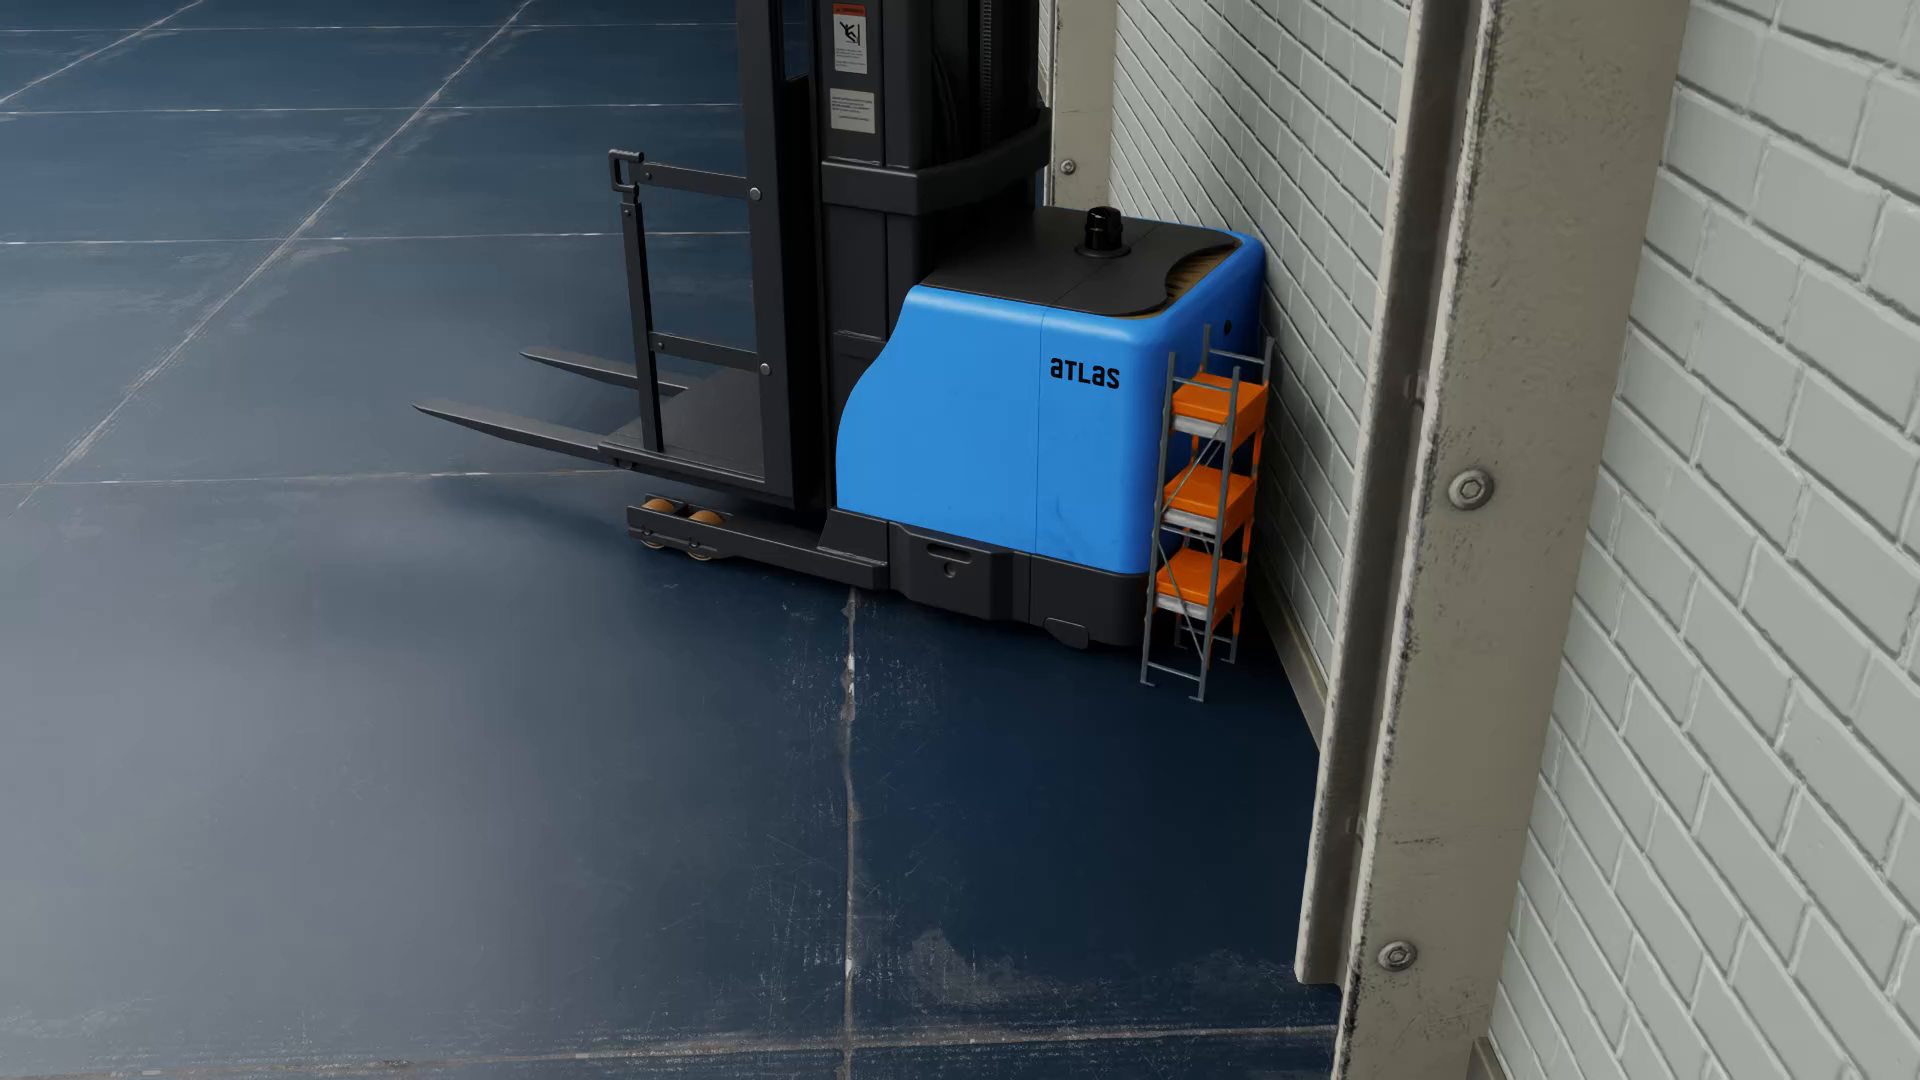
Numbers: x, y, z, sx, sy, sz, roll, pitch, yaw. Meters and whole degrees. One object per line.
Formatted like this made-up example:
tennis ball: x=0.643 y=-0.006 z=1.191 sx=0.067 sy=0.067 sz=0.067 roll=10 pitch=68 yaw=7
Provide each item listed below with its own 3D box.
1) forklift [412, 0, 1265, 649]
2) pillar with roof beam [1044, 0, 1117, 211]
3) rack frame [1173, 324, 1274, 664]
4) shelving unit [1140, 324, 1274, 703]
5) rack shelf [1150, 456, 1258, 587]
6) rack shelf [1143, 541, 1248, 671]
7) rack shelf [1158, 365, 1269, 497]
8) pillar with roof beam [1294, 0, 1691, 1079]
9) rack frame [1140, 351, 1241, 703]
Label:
forklift: x=-0.562 y=-1.432 z=5.325 sx=3.031 sy=2.935 sz=1.130 roll=13 pitch=30 yaw=24
pillar with roof beam: x=-3.675 y=-5.580 z=6.719 sx=9.100 sy=9.000 sz=0.400 roll=-1 pitch=28 yaw=-3
rack frame: x=0.756 y=-0.113 z=4.824 sx=0.200 sy=1.050 sz=0.008 roll=16 pitch=32 yaw=26
shelving unit: x=0.695 y=-0.064 z=4.731 sx=0.215 sy=1.050 sz=0.252 roll=16 pitch=32 yaw=26
rack shelf: x=0.695 y=-0.054 z=4.736 sx=0.215 sy=0.259 sz=0.240 roll=16 pitch=32 yaw=26
rack shelf: x=0.689 y=0.190 z=4.867 sx=0.215 sy=0.259 sz=0.240 roll=16 pitch=32 yaw=26
rack shelf: x=0.701 y=-0.304 z=4.601 sx=0.215 sy=0.259 sz=0.240 roll=16 pitch=32 yaw=26
pillar with roof beam: x=-3.362 y=-2.810 z=1.406 sx=9.100 sy=9.000 sz=0.400 roll=-1 pitch=28 yaw=-3
rack frame: x=0.634 y=-0.015 z=4.637 sx=0.200 sy=1.050 sz=0.008 roll=16 pitch=32 yaw=26
